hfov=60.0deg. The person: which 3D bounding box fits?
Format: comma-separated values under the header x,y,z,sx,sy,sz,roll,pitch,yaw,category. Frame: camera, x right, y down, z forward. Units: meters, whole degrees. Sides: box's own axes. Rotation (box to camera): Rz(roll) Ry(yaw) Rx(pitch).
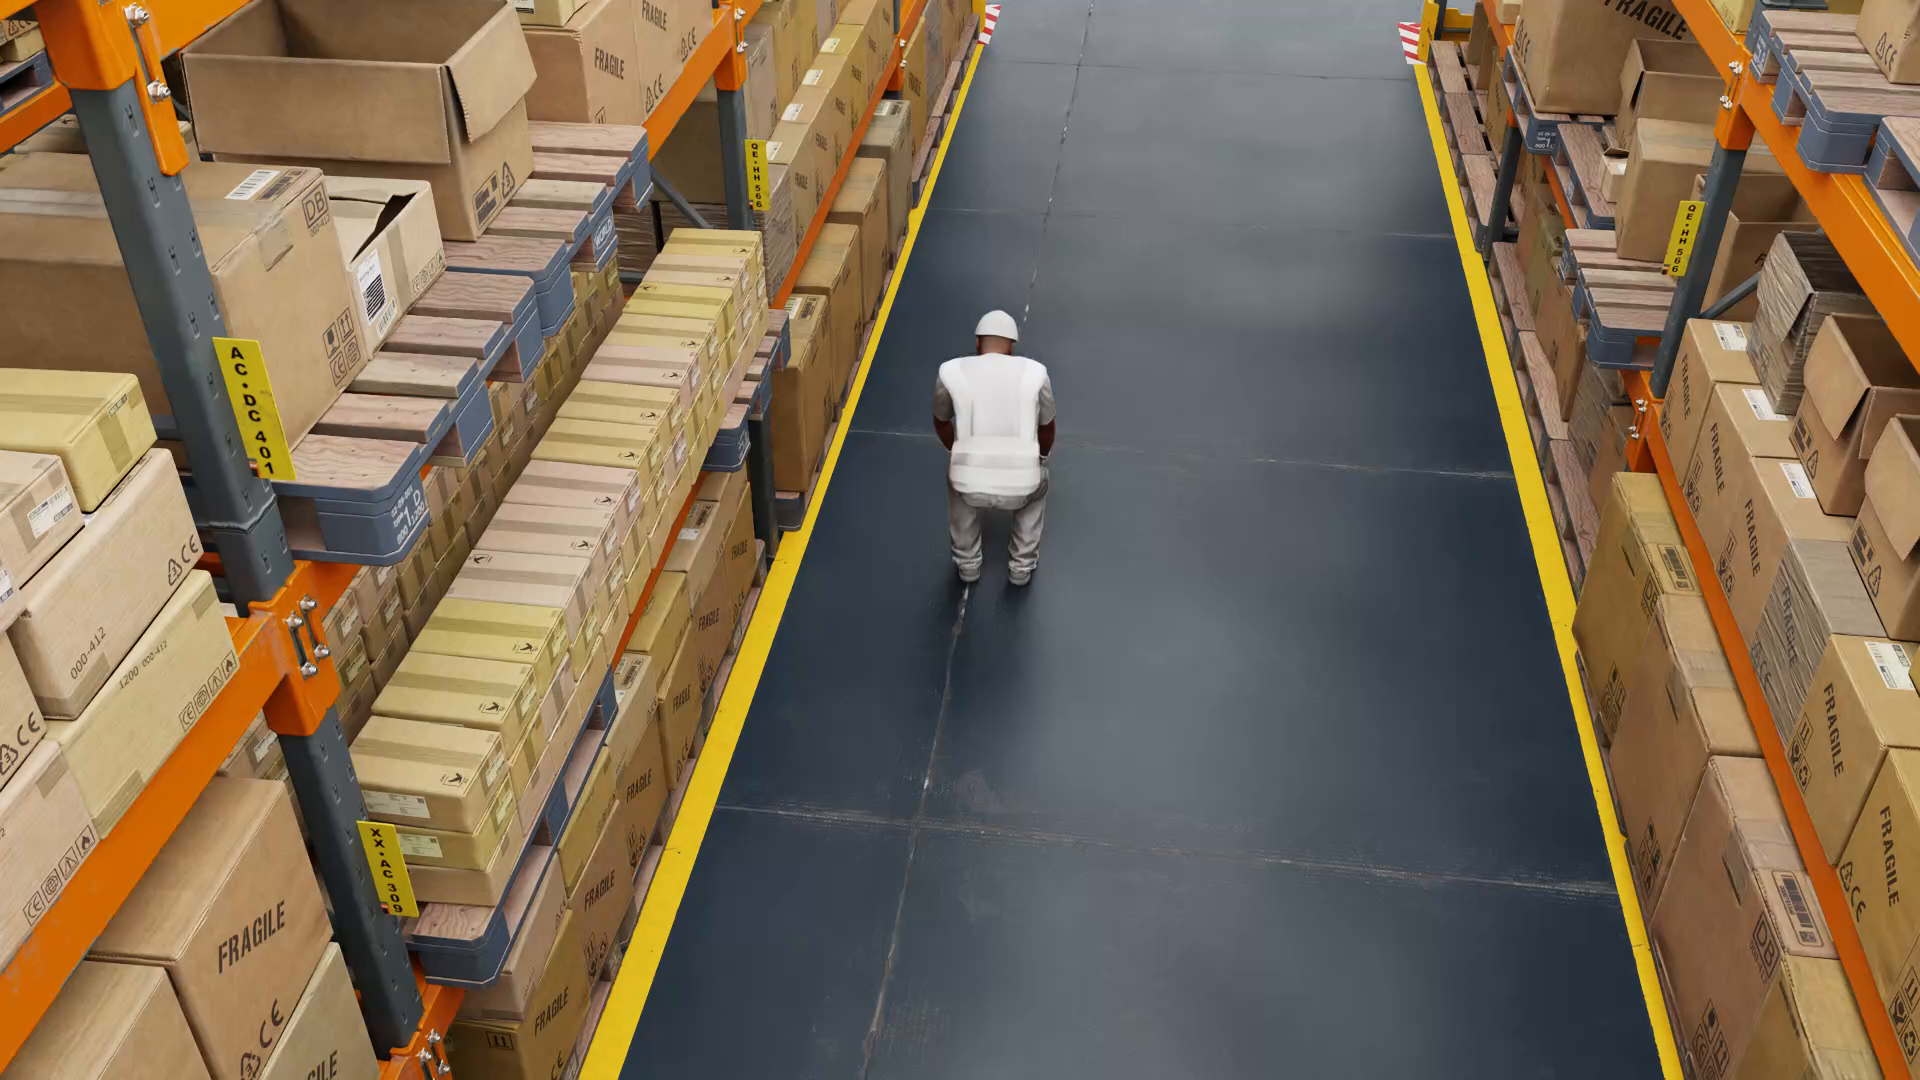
x,y,z,sx,sy,sz,roll,pitch,yaw,category
0.145,-0.399,8.069,0.600,1.209,0.847,4,36,6,person
